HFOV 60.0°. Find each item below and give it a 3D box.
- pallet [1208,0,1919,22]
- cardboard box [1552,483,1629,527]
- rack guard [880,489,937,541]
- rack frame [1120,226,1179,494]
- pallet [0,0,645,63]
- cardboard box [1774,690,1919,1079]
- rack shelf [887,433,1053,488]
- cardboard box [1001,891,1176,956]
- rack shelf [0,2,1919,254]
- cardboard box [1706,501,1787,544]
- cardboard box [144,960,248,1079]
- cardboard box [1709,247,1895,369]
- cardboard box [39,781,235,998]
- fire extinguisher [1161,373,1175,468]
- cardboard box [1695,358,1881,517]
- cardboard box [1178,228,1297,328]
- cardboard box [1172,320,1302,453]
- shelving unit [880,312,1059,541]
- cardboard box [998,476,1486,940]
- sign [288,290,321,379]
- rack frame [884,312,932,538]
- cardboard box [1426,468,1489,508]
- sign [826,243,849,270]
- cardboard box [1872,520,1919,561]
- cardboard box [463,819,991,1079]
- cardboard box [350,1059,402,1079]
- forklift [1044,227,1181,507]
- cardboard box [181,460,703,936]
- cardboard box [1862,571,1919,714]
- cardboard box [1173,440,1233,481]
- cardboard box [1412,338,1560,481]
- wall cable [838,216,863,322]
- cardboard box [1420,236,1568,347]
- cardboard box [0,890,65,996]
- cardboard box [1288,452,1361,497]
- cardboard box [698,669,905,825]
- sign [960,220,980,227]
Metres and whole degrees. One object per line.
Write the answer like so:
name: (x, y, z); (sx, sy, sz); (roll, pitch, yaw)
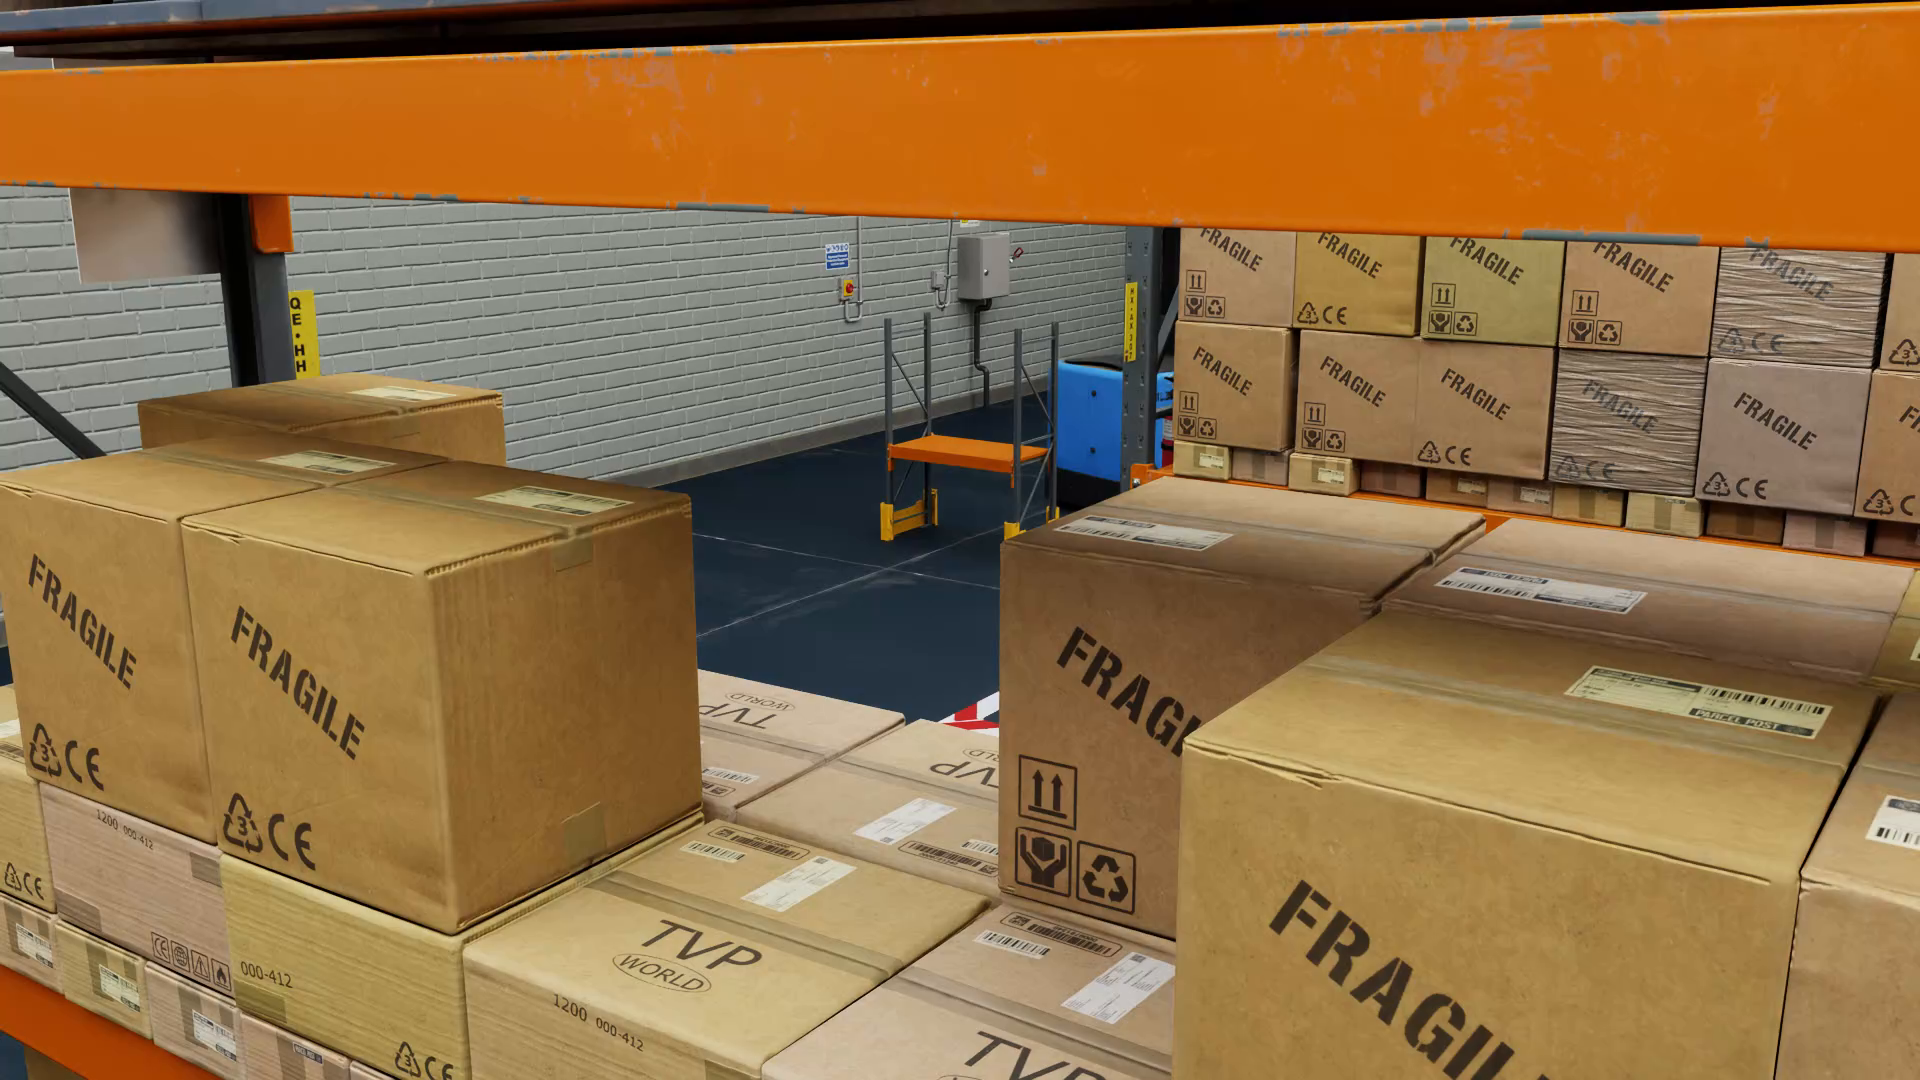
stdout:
pallet: (0.814, -0.613, 1.500); (1.213, 0.211, 1.003); (9, 17, 33)
cardboard box: (2.428, -0.170, 6.292); (0.250, 0.149, 0.380); (10, 17, 35)
rack guard: (-0.350, -0.178, 11.522); (0.087, 0.250, 0.587); (9, 17, 33)
rack frame: (1.019, -0.600, 7.505); (0.127, 3.000, 1.000); (9, 17, 33)
pallet: (-1.211, -0.940, 2.822); (1.213, 0.211, 1.003); (9, 17, 33)
cardboard box: (0.956, 0.468, 1.324); (0.500, 0.500, 0.500); (10, 17, 34)
rack shelf: (0.071, -0.542, 11.140); (1.000, 0.185, 0.538); (9, 17, 33)
cardboard box: (0.400, 0.589, 2.395); (0.500, 0.250, 0.500); (10, 17, 34)
rack shelf: (-0.173, -0.463, 2.207); (4.000, 0.370, 1.077); (9, 17, 33)
cardboard box: (2.884, -0.109, 6.043); (0.250, 0.149, 0.380); (9, 16, 32)
cardboard box: (-1.079, 0.714, 2.720); (0.250, 0.149, 0.380); (9, 16, 32)
cardboard box: (2.949, -0.891, 5.772); (0.500, 0.500, 0.500); (10, 17, 34)
cardboard box: (-1.150, 0.490, 2.793); (0.500, 0.250, 0.500); (9, 16, 32)
fire extinguisher: (1.068, -0.507, 8.067); (0.183, 0.674, 0.296); (9, 17, 33)
cardboard box: (2.937, -0.402, 5.878); (0.500, 0.500, 0.500); (9, 17, 33)
cardboard box: (1.244, -1.165, 6.880); (0.500, 0.500, 0.500); (9, 17, 32)
cardboard box: (1.238, -0.678, 6.992); (0.500, 0.500, 0.500); (10, 17, 35)
shelving unit: (0.063, -0.718, 11.102); (1.083, 1.500, 0.587); (9, 17, 33)
cardboard box: (0.393, 0.224, 2.307); (0.500, 0.500, 0.500); (9, 16, 31)
sign: (-1.518, -0.408, 3.827); (0.005, 0.325, 0.100); (9, 17, 33)
rack frame: (-0.351, -0.785, 11.372); (0.032, 1.500, 0.500); (9, 17, 33)
cardboard box: (2.036, -0.248, 6.606); (0.250, 0.149, 0.380); (9, 17, 32)
sign: (-1.071, -2.482, 14.545); (0.001, 0.218, 0.327); (9, 17, 33)
cardboard box: (3.332, -0.042, 5.774); (0.250, 0.149, 0.380); (9, 16, 31)
cardboard box: (-0.299, 0.627, 2.240); (0.500, 0.250, 0.500); (9, 16, 32)
cardboard box: (-0.654, 0.783, 2.442); (0.250, 0.149, 0.380); (9, 16, 32)
forklift: (2.102, -1.809, 12.533); (3.031, 2.935, 1.130); (-11, 17, -36)
cardboard box: (-0.737, 0.193, 2.433); (0.500, 0.500, 0.500); (9, 16, 31)
cardboard box: (1.232, 0.361, 1.755); (0.500, 0.500, 0.500); (9, 17, 33)
cardboard box: (1.105, -0.369, 7.096); (0.250, 0.149, 0.380); (9, 17, 32)
cardboard box: (2.096, -0.543, 6.447); (0.500, 0.500, 0.500); (9, 17, 34)
wall cable: (-0.994, -2.861, 14.457); (0.123, 1.953, 0.585); (9, 17, 33)
cardboard box: (2.085, -1.025, 6.312); (0.500, 0.500, 0.500); (9, 16, 32)
cardboard box: (-1.508, 0.645, 2.999); (0.250, 0.149, 0.380); (9, 16, 32)
cardboard box: (1.533, -0.297, 6.802); (0.250, 0.149, 0.380); (9, 16, 31)
cardboard box: (-0.439, 0.452, 2.948); (0.500, 0.250, 0.500); (9, 16, 31)
sign: (0.097, -3.169, 16.164); (0.001, 0.242, 0.339); (9, 17, 33)
